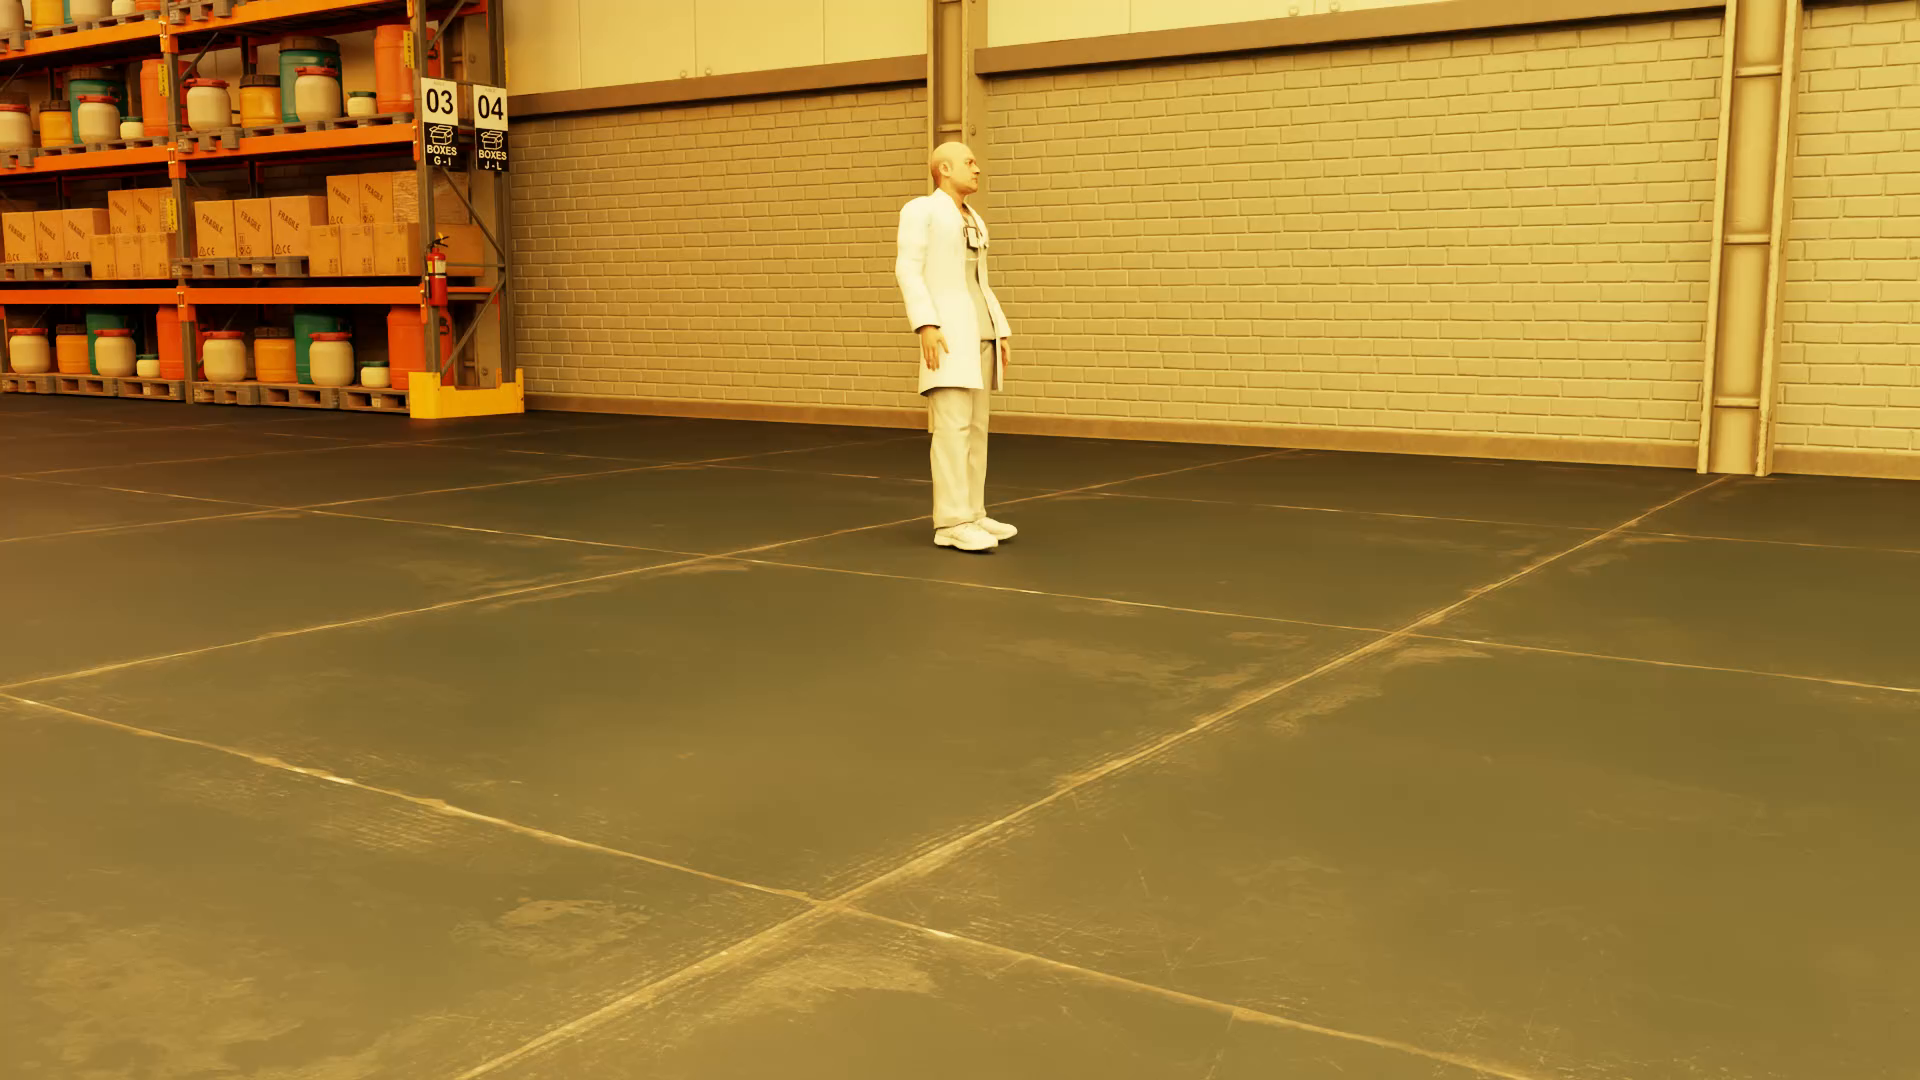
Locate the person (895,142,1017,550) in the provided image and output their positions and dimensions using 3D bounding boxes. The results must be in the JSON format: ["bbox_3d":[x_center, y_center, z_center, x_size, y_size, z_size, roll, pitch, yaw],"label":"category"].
[{"bbox_3d":[0.072,-0.879,7.423,0.581,1.775,0.696,5,10,34],"label":"person"}]
